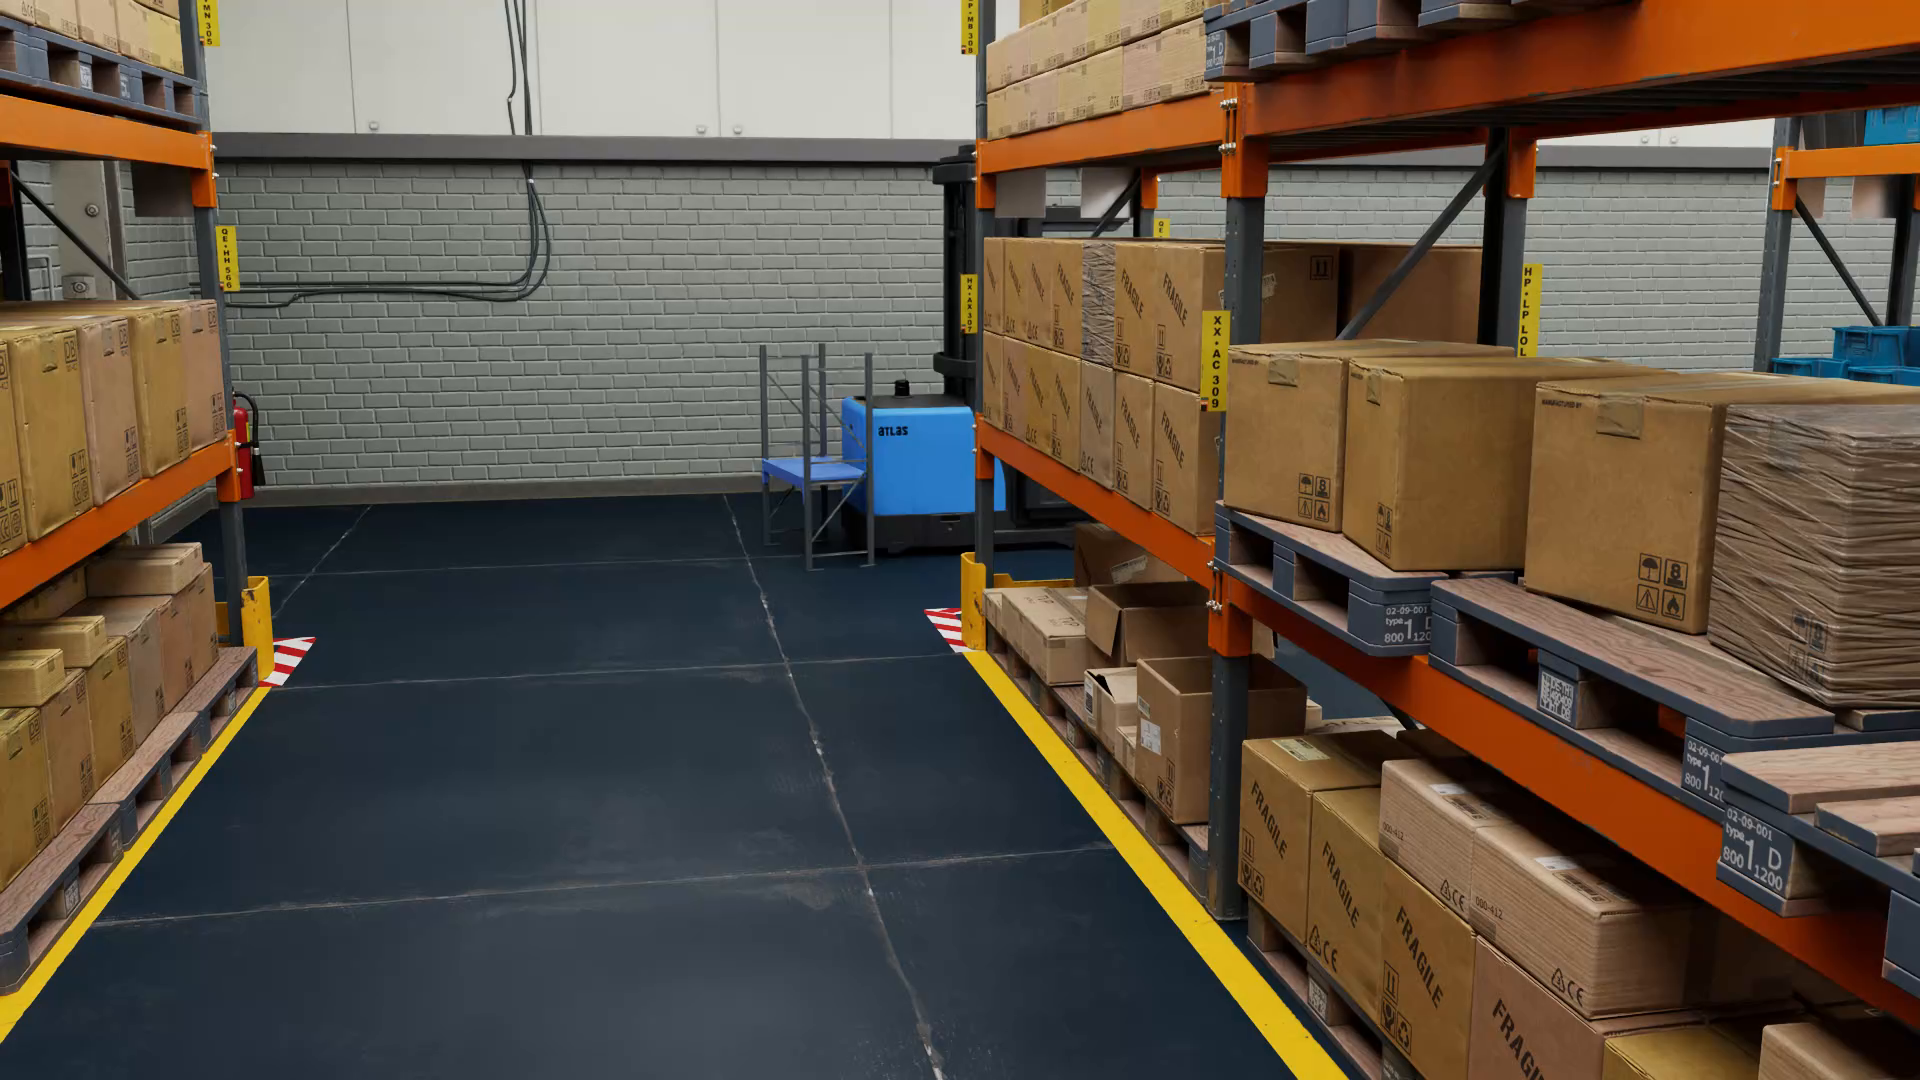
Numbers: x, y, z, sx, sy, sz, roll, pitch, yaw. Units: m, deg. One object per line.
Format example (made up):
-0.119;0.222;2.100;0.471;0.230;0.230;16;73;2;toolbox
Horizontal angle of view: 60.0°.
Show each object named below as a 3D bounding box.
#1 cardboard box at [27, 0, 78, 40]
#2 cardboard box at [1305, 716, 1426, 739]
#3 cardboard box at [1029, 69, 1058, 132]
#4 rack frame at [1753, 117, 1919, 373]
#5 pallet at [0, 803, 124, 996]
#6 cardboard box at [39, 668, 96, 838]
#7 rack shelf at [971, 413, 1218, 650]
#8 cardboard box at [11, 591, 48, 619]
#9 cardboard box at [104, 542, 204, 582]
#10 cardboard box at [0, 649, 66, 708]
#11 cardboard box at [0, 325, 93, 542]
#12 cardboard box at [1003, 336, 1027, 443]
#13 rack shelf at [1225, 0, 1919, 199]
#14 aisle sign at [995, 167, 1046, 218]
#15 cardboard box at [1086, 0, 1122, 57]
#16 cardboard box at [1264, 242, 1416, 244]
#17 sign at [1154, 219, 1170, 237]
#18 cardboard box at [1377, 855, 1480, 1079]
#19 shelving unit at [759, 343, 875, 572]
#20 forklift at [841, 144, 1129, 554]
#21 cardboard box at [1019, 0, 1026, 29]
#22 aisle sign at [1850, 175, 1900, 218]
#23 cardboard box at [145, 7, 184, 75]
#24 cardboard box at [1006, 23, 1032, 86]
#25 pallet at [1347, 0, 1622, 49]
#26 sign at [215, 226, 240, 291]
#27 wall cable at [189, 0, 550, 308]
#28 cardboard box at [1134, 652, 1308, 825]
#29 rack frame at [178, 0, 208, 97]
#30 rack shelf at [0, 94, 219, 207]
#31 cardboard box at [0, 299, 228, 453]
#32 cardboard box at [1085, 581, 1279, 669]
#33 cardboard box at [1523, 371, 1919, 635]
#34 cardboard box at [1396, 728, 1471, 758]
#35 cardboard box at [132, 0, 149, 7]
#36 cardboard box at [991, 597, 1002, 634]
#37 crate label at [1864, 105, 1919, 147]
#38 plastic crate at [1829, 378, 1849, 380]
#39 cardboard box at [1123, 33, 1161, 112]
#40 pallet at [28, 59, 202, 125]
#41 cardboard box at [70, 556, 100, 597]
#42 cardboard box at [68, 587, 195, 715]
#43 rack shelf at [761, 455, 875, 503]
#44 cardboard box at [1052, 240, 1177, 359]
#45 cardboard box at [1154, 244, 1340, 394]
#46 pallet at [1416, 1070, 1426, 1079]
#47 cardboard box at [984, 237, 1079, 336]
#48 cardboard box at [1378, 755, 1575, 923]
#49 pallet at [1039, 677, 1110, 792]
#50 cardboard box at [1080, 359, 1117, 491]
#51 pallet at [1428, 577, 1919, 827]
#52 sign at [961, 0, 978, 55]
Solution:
-3.560;-1.977;6.049;0.500;0.250;0.500;-2;11;-13;cardboard box
1.496;0.842;6.267;0.500;0.311;0.500;-2;11;-11;cardboard box
0.622;-2.025;7.690;0.500;0.250;0.500;-2;11;-11;cardboard box
5.447;-1.091;10.408;1.000;3.000;0.127;-2;11;-11;rack frame
-3.564;1.230;5.670;1.003;0.211;1.213;-2;11;-11;pallet
-3.632;0.791;6.081;0.700;0.500;0.500;-2;11;-12;cardboard box
0.977;-0.192;7.606;1.077;0.370;4.000;-2;11;-11;rack shelf
-4.008;0.313;6.855;0.380;0.149;0.250;-2;11;-10;cardboard box
-3.833;0.114;7.905;0.380;0.149;0.250;-2;11;-12;cardboard box
-3.425;0.495;5.900;0.380;0.149;0.250;-2;11;-9;cardboard box
-3.719;-0.379;5.863;0.980;0.700;0.700;-2;11;-12;cardboard box
0.521;-0.776;8.482;0.500;0.500;0.500;-2;11;-12;cardboard box
1.755;-0.932;3.471;1.077;0.370;4.000;-2;11;-11;rack shelf
0.286;-2.191;9.232;0.394;0.787;0.004;-2;11;-11;aisle sign
0.816;-2.087;6.679;0.500;0.250;0.500;-2;11;-11;cardboard box
1.449;-0.910;6.513;0.500;0.500;0.500;-2;11;-13;cardboard box
1.136;-1.653;9.415;0.100;0.325;0.005;-2;11;-11;sign
1.425;1.120;4.296;0.500;0.500;0.500;-2;11;-10;cardboard box
-1.039;-0.625;11.967;0.538;1.500;1.048;-5;12;-23;shelving unit
0.658;-1.463;12.542;3.031;2.935;1.130;-3;11;-13;forklift
0.704;-2.832;8.590;0.700;0.500;0.500;-2;11;-11;cardboard box
5.721;-2.392;10.291;0.394;0.787;0.004;-2;11;-11;aisle sign
-3.868;-2.262;7.546;0.500;0.250;0.500;-2;11;-9;cardboard box
0.523;-2.362;8.124;0.500;0.250;0.500;-2;11;-11;cardboard box
1.629;-1.247;3.708;1.213;0.211;1.003;-2;11;-11;pallet
-3.736;-1.433;8.475;0.100;0.325;0.005;-2;11;-11;sign
-5.020;-3.203;13.763;3.097;2.526;0.112;-2;11;-11;wall cable
0.977;0.739;6.299;0.500;0.500;0.500;-2;11;-11;cardboard box
-4.271;-3.678;7.955;1.000;3.000;0.127;-2;11;-11;rack frame
-3.882;-1.484;6.375;1.077;0.370;4.000;-2;11;-11;rack shelf
-4.162;-0.785;7.998;0.980;0.700;0.700;-2;11;-8;cardboard box
0.995;0.487;7.613;0.797;0.503;0.637;-2;11;-11;cardboard box
1.770;-0.112;3.872;0.700;0.500;0.500;-5;12;-25;cardboard box
1.743;0.914;5.383;0.500;0.500;0.500;-2;11;-11;cardboard box
-3.774;-2.538;6.993;0.500;0.500;0.500;-2;11;-9;cardboard box
0.381;0.399;8.979;0.380;0.166;0.250;-2;11;-11;cardboard box
5.310;-2.311;9.191;0.408;0.251;0.502;-2;11;-11;crate label
5.154;-0.872;9.802;0.250;0.136;0.298;-2;11;-11;plastic crate
0.923;-1.750;6.246;0.500;0.250;0.500;-2;11;-11;cardboard box
-4.116;-2.025;7.531;1.003;0.211;1.213;-2;11;-11;pallet
-4.157;0.174;7.588;0.380;0.149;0.250;-2;11;-11;cardboard box
-3.939;0.507;7.572;0.700;0.500;0.500;-2;11;-11;cardboard box
-1.039;-0.448;12.001;0.538;0.185;1.000;-5;12;-23;rack shelf
0.717;-1.081;7.410;0.500;0.500;0.500;-2;11;-12;cardboard box
1.014;-0.802;5.946;0.500;0.500;0.500;-2;11;-11;cardboard box
1.802;1.564;3.917;1.003;0.211;1.213;-2;11;-11;pallet
0.415;-1.361;8.885;0.500;0.500;0.500;-2;11;-9;cardboard box
1.415;0.746;4.257;0.500;0.250;0.500;-2;11;-11;cardboard box
0.992;0.841;7.712;1.003;0.211;1.213;-2;11;-11;pallet
0.813;-0.498;7.026;0.500;0.500;0.500;-2;11;-10;cardboard box
1.761;0.293;3.648;1.003;0.211;1.213;-2;11;-11;pallet
0.056;-2.795;9.000;0.100;0.325;0.005;-2;11;-11;sign
